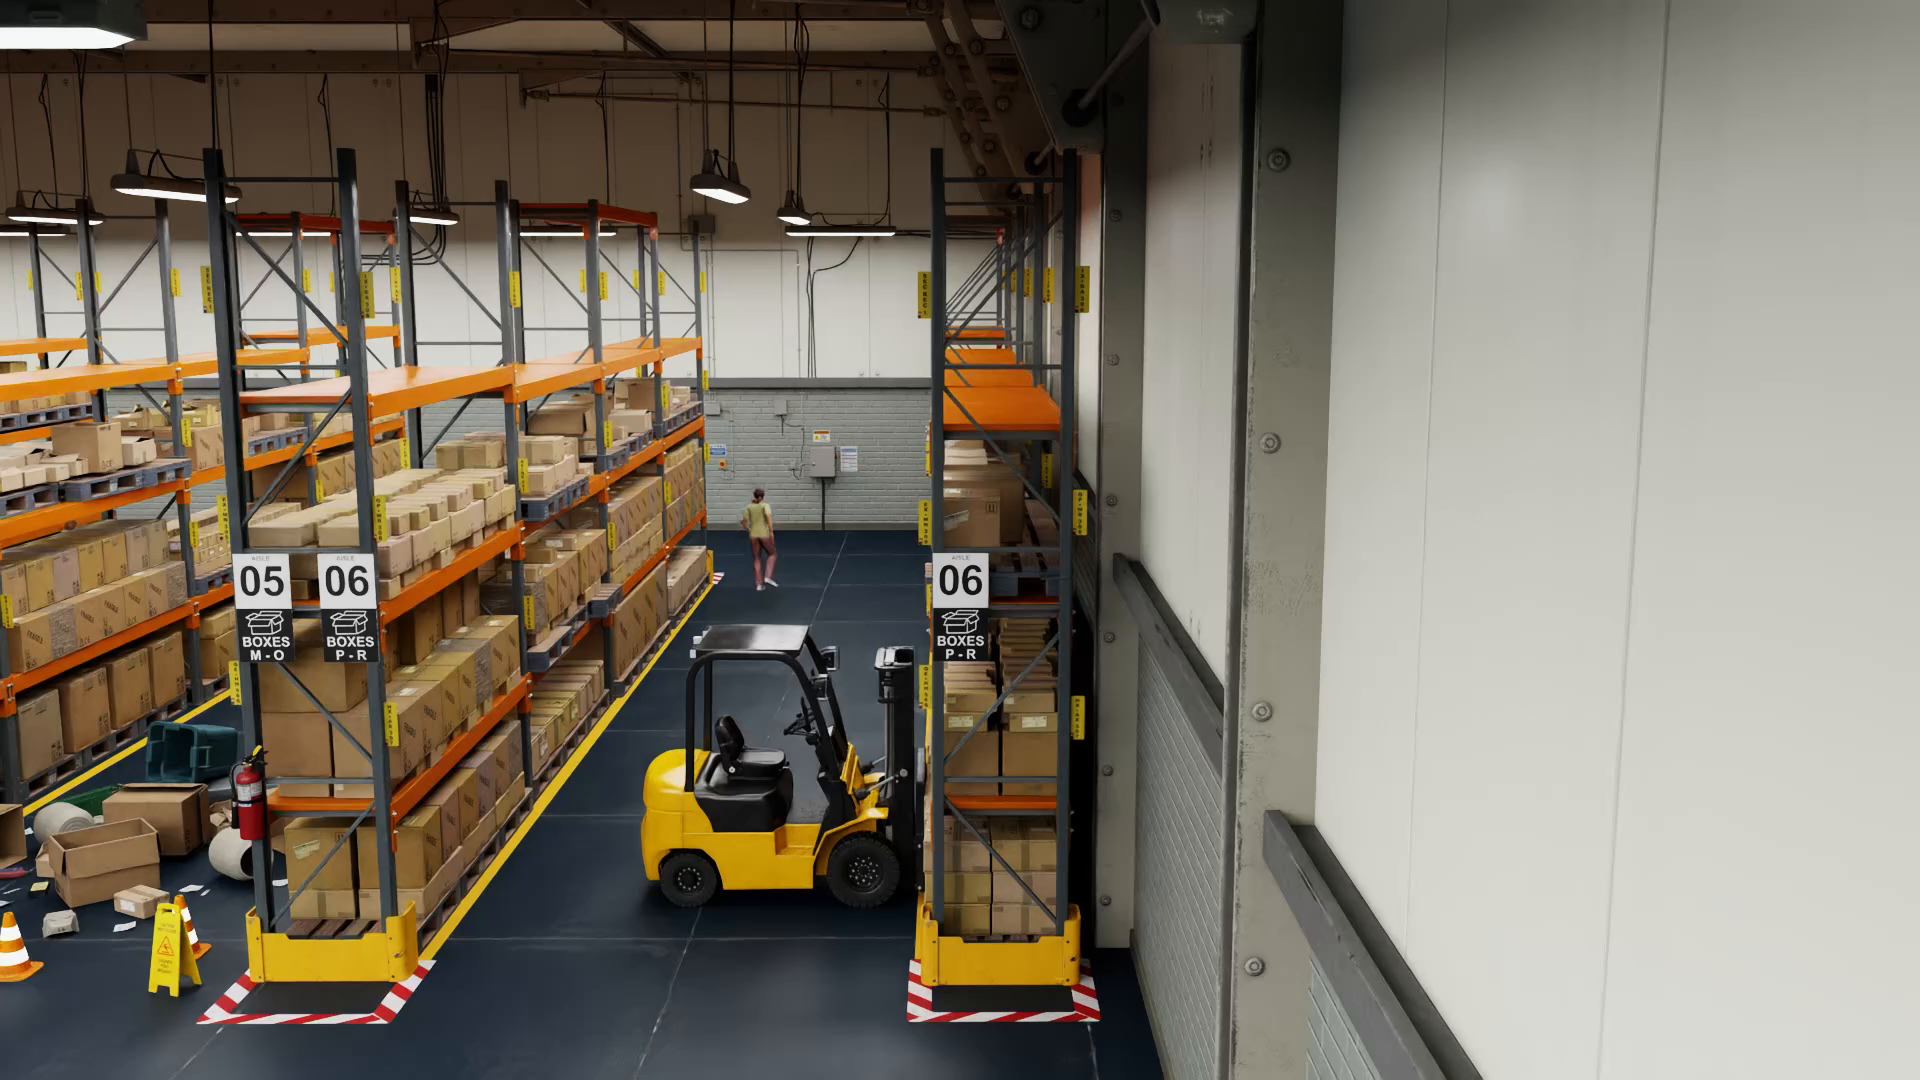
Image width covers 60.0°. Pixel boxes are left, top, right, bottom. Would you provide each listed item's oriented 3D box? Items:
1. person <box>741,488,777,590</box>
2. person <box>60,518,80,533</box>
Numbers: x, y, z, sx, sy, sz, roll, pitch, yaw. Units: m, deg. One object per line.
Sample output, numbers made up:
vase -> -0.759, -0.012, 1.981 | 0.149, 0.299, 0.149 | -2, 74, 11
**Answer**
person -> -3.234, -0.016, 26.689 | 0.596, 1.601, 0.715 | 1, 9, 7
person -> -13.046, 0.446, 24.492 | 0.583, 1.736, 0.725 | -1, 9, -5
